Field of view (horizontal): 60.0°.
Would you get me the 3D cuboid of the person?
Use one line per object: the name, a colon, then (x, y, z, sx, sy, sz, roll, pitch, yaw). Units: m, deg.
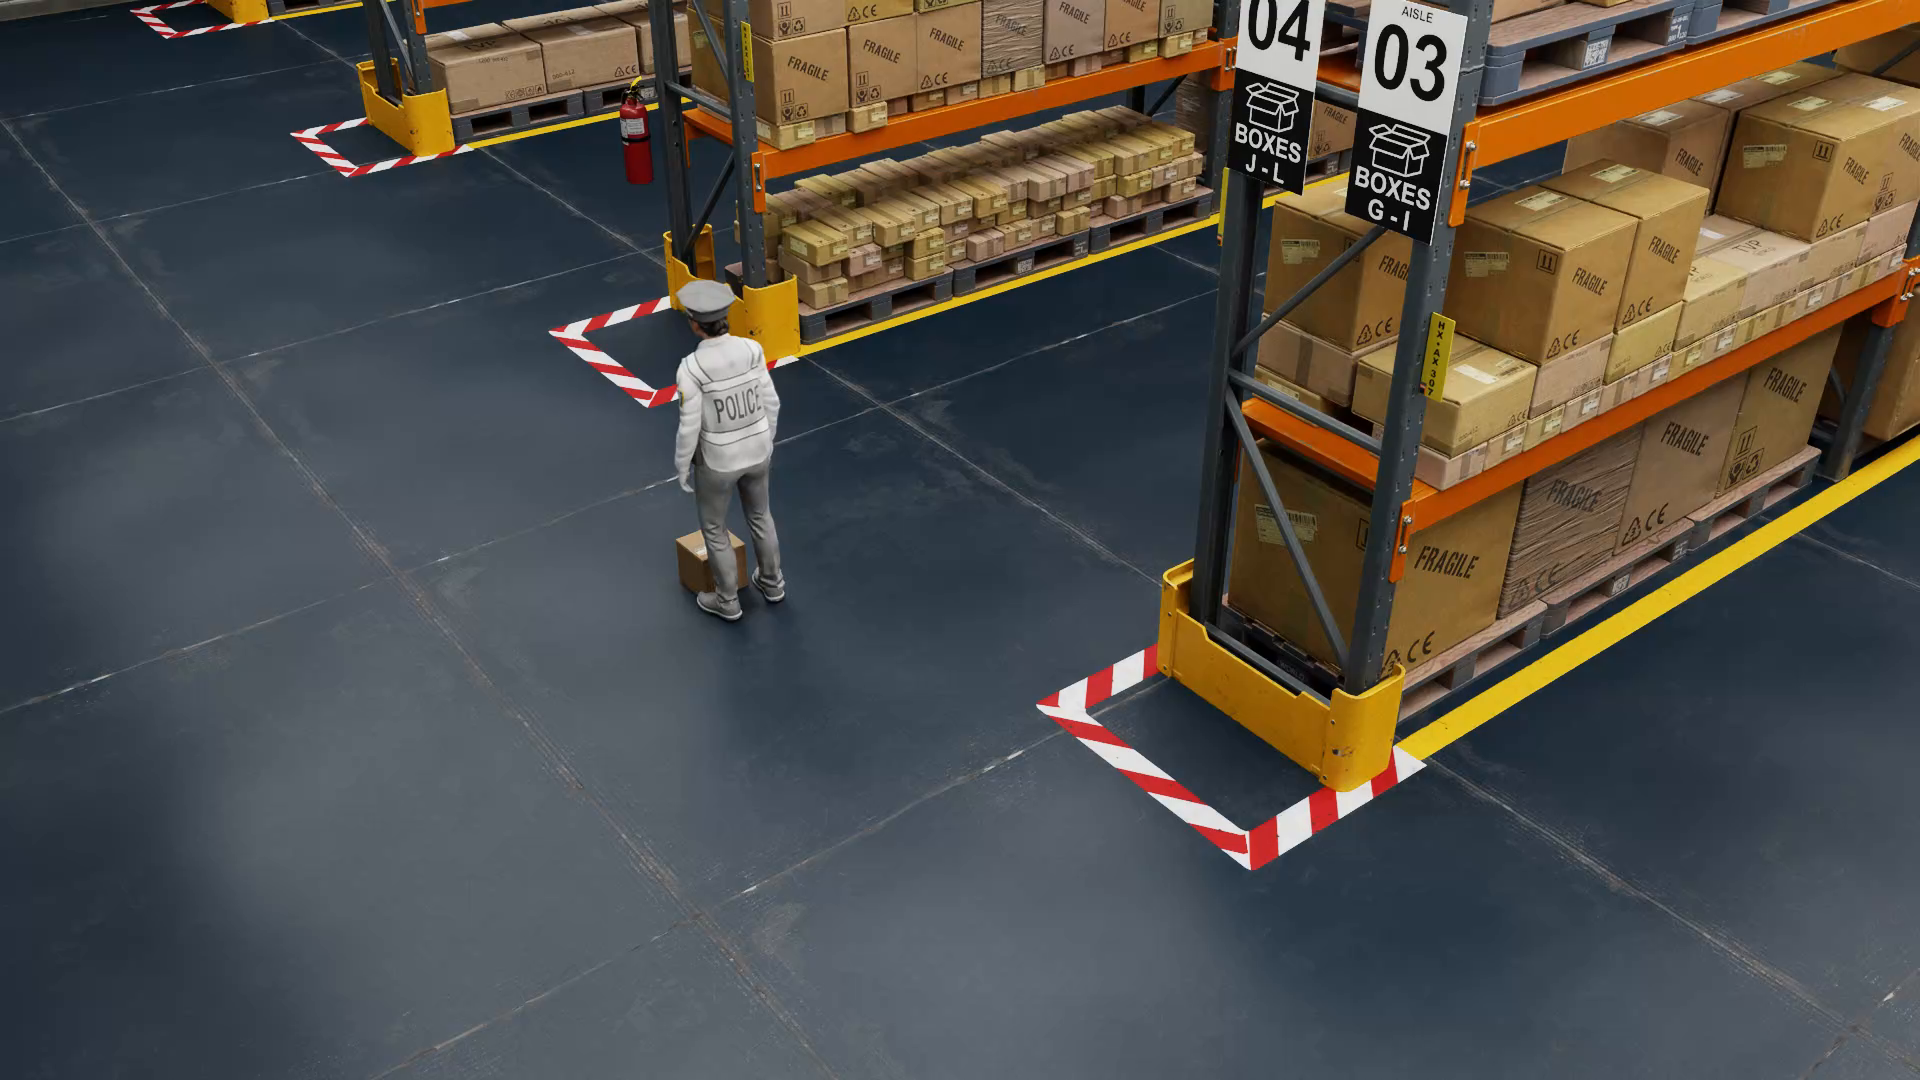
person: (-1.077, -0.387, 7.744, 0.529, 1.664, 0.371, -22, 39, -31)
